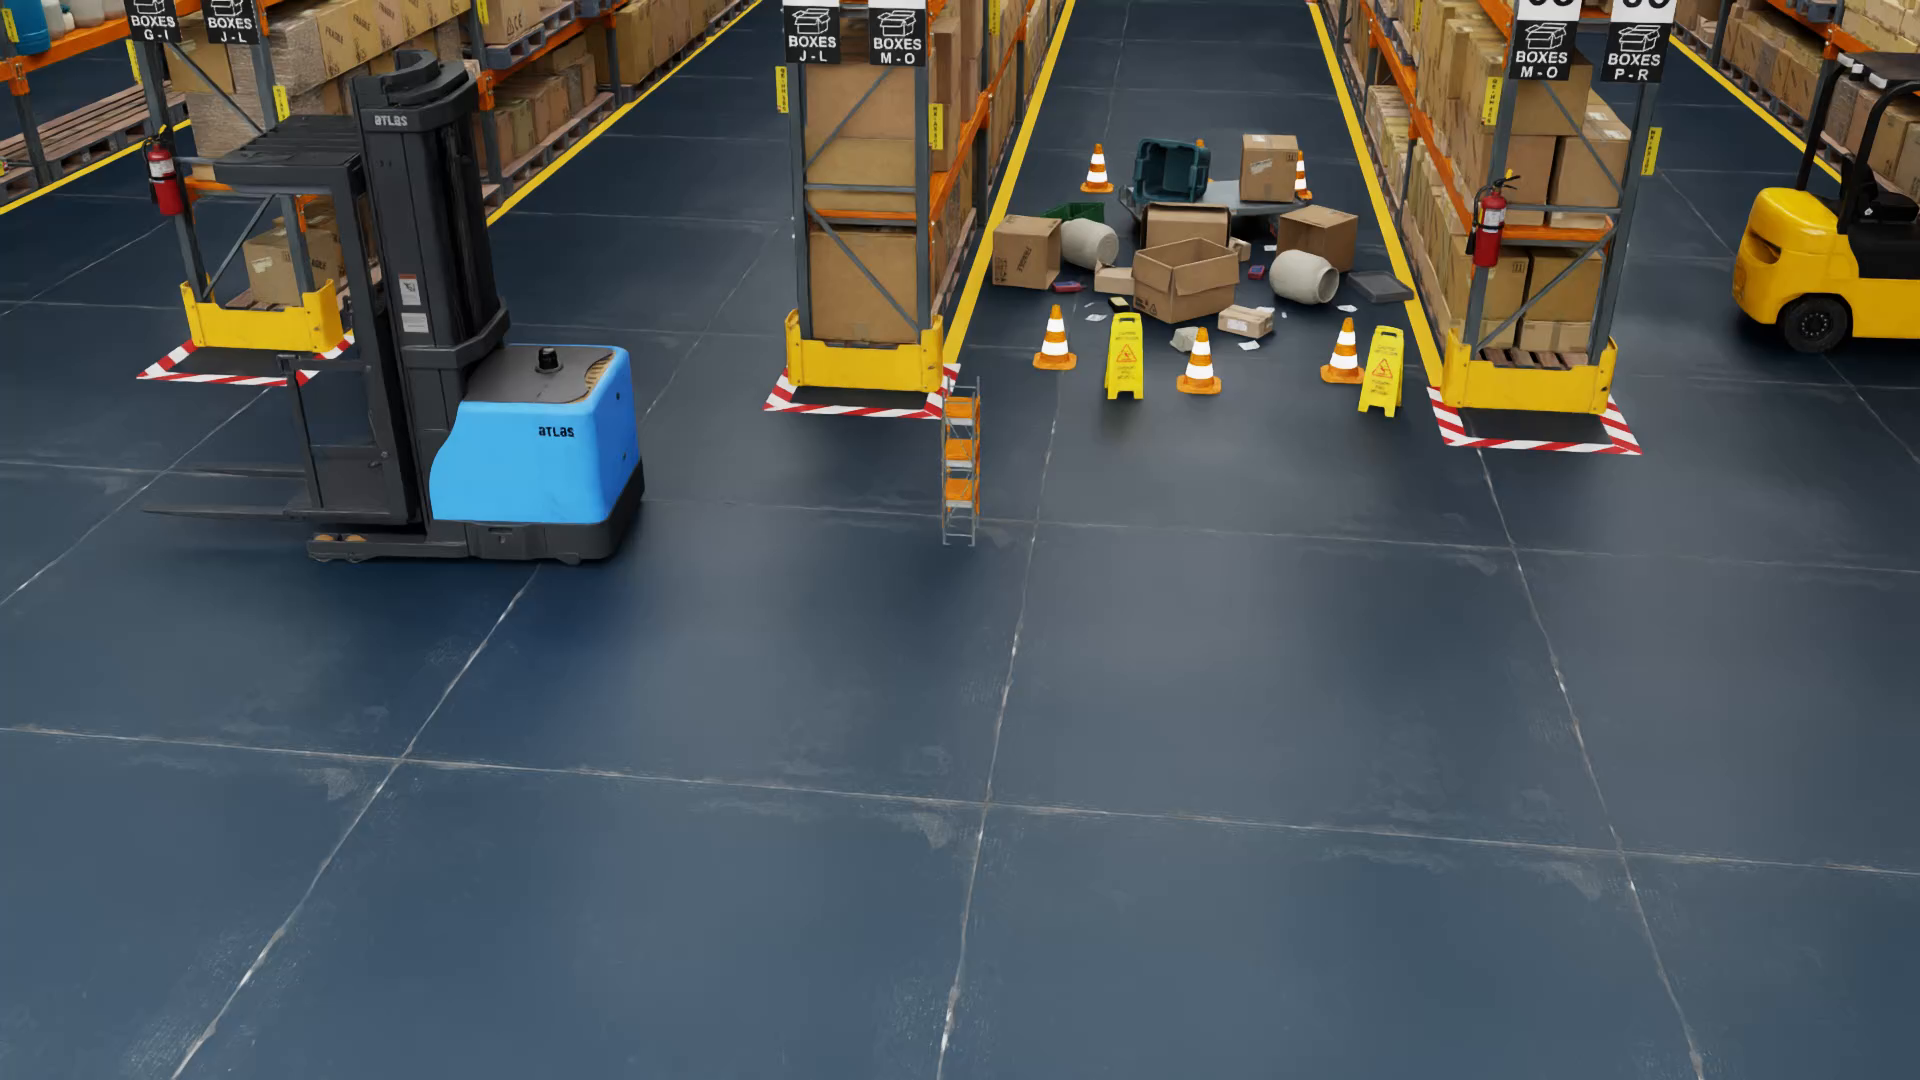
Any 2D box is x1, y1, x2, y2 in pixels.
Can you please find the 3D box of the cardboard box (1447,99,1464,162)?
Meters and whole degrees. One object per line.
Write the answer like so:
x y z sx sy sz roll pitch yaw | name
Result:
4.126 -3.241 12.977 0.500 0.500 0.500 3 28 6 | cardboard box

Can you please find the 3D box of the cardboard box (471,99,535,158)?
-4.969 -4.387 17.694 0.700 0.500 0.500 3 28 6 | cardboard box

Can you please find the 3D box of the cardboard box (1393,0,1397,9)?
4.782 -5.755 17.200 0.500 0.500 0.500 4 29 7 | cardboard box

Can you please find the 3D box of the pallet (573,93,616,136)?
-4.750 -5.070 19.731 1.003 0.211 1.213 3 28 6 | pallet

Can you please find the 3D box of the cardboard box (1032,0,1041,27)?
0.780 -6.771 21.350 0.500 0.250 0.500 2 28 4 | cardboard box

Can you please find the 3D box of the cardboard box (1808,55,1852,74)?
9.918 -5.420 18.949 0.380 0.149 0.250 2 28 4 | cardboard box

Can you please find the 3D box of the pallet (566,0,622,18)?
-4.635 -6.239 19.163 1.213 0.211 1.003 3 28 6 | pallet

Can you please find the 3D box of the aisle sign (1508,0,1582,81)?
3.907 -3.456 11.054 0.394 0.787 0.004 3 28 6 | aisle sign

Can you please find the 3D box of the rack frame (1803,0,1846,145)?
10.109 -5.803 18.151 1.000 3.000 0.127 3 28 6 | rack frame

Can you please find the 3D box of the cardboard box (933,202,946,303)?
-0.600 -2.551 13.912 0.875 0.875 0.875 3 28 5 | cardboard box

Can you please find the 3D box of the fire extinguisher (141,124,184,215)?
-6.105 -2.839 12.730 0.296 0.674 0.183 3 28 6 | fire extinguisher

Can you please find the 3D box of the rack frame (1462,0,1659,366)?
4.202 -2.324 11.693 1.000 3.000 0.127 3 28 6 | rack frame

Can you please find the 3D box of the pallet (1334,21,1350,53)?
5.843 -7.098 23.495 1.003 0.211 1.213 3 28 6 | pallet

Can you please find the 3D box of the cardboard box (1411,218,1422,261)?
4.298 -2.667 14.787 0.500 0.250 0.500 5 29 9 | cardboard box

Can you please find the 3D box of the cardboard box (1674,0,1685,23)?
10.613 -7.728 23.916 0.500 0.500 0.500 4 29 7 | cardboard box

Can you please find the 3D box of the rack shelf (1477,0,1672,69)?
4.447 -4.269 12.900 1.077 0.370 4.000 3 28 6 | rack shelf

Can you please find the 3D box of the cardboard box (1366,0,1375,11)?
4.987 -6.277 19.188 0.500 0.250 0.500 2 28 4 | cardboard box

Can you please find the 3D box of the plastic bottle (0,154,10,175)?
-9.794 -3.843 17.000 0.097 0.201 0.097 0 28 0 | plastic bottle

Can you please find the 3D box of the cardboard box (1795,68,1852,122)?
9.948 -5.099 19.037 0.500 0.500 0.500 4 29 8 | cardboard box

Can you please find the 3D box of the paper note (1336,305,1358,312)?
3.310 -1.982 14.189 0.142 0.019 0.148 -6 29 -11 | paper note

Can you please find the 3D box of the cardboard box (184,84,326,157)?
-5.539 -3.332 13.145 0.875 0.500 0.500 3 28 6 | cardboard box

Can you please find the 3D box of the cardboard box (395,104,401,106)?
-5.076 -3.849 14.788 0.380 0.149 0.250 3 28 6 | cardboard box

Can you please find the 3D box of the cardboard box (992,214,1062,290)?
0.595 -2.557 14.759 0.500 0.500 0.500 8 29 15 | cardboard box

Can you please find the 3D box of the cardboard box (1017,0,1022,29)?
0.406 -5.911 18.247 0.500 0.500 0.500 3 28 6 | cardboard box

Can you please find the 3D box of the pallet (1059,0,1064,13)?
1.094 -8.452 26.008 1.003 0.211 1.213 3 28 6 | pallet

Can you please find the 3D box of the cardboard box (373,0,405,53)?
-5.112 -4.464 14.193 0.500 0.500 0.500 3 28 6 | cardboard box

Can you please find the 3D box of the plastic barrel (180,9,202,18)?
-9.526 -6.414 21.131 0.600 0.830 0.708 3 28 6 | plastic barrel

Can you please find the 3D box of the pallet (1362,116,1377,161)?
5.085 -4.494 18.662 1.003 0.211 1.213 3 28 6 | pallet

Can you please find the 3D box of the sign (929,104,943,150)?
-0.173 -2.945 11.850 0.100 0.325 0.005 3 28 6 | sign

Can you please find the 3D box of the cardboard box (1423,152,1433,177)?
4.216 -3.237 14.371 0.380 0.149 0.250 4 29 8 | cardboard box

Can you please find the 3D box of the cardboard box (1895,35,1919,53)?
9.624 -4.819 16.482 0.500 0.250 0.500 4 29 8 | cardboard box

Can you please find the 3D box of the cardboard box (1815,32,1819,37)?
10.663 -6.137 20.279 0.380 0.149 0.250 2 28 4 | cardboard box

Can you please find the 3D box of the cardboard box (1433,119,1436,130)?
4.289 -3.603 14.333 0.380 0.149 0.250 4 29 8 | cardboard box

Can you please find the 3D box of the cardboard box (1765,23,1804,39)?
10.193 -6.284 20.553 0.380 0.149 0.250 4 29 8 | cardboard box

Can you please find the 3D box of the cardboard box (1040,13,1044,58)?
0.843 -6.693 21.995 0.500 0.500 0.500 3 28 5 | cardboard box

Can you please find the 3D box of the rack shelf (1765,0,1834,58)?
10.354 -6.428 20.069 1.077 0.370 4.000 3 28 6 | rack shelf

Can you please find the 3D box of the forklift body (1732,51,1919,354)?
7.551 -2.662 13.216 2.313 2.155 1.214 3 28 6 | forklift body

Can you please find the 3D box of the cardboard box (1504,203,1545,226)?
4.036 -2.402 12.103 0.380 0.149 0.250 4 29 8 | cardboard box

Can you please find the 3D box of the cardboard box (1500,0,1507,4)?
3.966 -3.837 11.604 0.380 0.149 0.250 4 29 7 | cardboard box

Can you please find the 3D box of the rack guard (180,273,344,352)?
-5.624 -1.835 13.421 1.175 0.500 0.348 3 28 6 | rack guard

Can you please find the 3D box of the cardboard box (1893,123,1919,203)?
9.775 -3.671 16.254 0.875 0.625 0.625 3 28 6 | cardboard box

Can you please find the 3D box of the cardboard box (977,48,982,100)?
-0.266 -4.339 15.275 0.875 0.550 0.550 3 28 6 | cardboard box

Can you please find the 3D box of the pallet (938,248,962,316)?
-0.551 -2.290 14.570 1.003 0.211 1.213 3 28 6 | pallet

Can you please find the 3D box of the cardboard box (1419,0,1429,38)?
4.423 -4.627 14.496 0.700 0.500 0.500 3 28 6 | cardboard box

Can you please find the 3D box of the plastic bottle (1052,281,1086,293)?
0.959 -2.223 14.604 0.283 0.061 0.133 -6 29 -11 | plastic bottle

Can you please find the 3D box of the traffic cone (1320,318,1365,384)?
2.975 -1.484 12.810 0.336 0.463 0.334 3 28 6 | traffic cone

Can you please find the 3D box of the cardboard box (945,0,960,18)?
-0.467 -4.305 14.073 0.875 0.550 0.550 3 28 6 | cardboard box

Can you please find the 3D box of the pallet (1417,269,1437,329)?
4.498 -2.085 14.190 1.003 0.211 1.213 3 28 6 | pallet

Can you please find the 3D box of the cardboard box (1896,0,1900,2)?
9.720 -5.508 16.813 0.380 0.149 0.250 4 29 7 | cardboard box

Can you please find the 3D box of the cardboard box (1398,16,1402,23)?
4.804 -5.518 17.444 0.380 0.149 0.250 5 29 9 | cardboard box

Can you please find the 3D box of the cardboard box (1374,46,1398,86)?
5.349 -5.659 19.682 0.875 0.875 0.875 3 28 6 | cardboard box

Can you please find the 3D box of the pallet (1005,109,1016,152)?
0.086 -4.735 19.109 1.003 0.211 1.213 3 28 6 | pallet

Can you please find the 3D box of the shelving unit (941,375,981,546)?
0.007 -0.487 10.340 0.215 1.050 0.252 3 28 6 | shelving unit

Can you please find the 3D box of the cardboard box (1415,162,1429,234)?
4.298 -2.997 14.607 0.500 0.500 0.500 4 29 8 | cardboard box

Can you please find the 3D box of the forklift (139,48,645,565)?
-3.623 -1.398 10.048 3.031 2.935 1.130 2 28 3 | forklift

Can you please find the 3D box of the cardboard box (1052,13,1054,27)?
1.143 -7.420 23.716 0.380 0.149 0.250 4 29 8 | cardboard box
